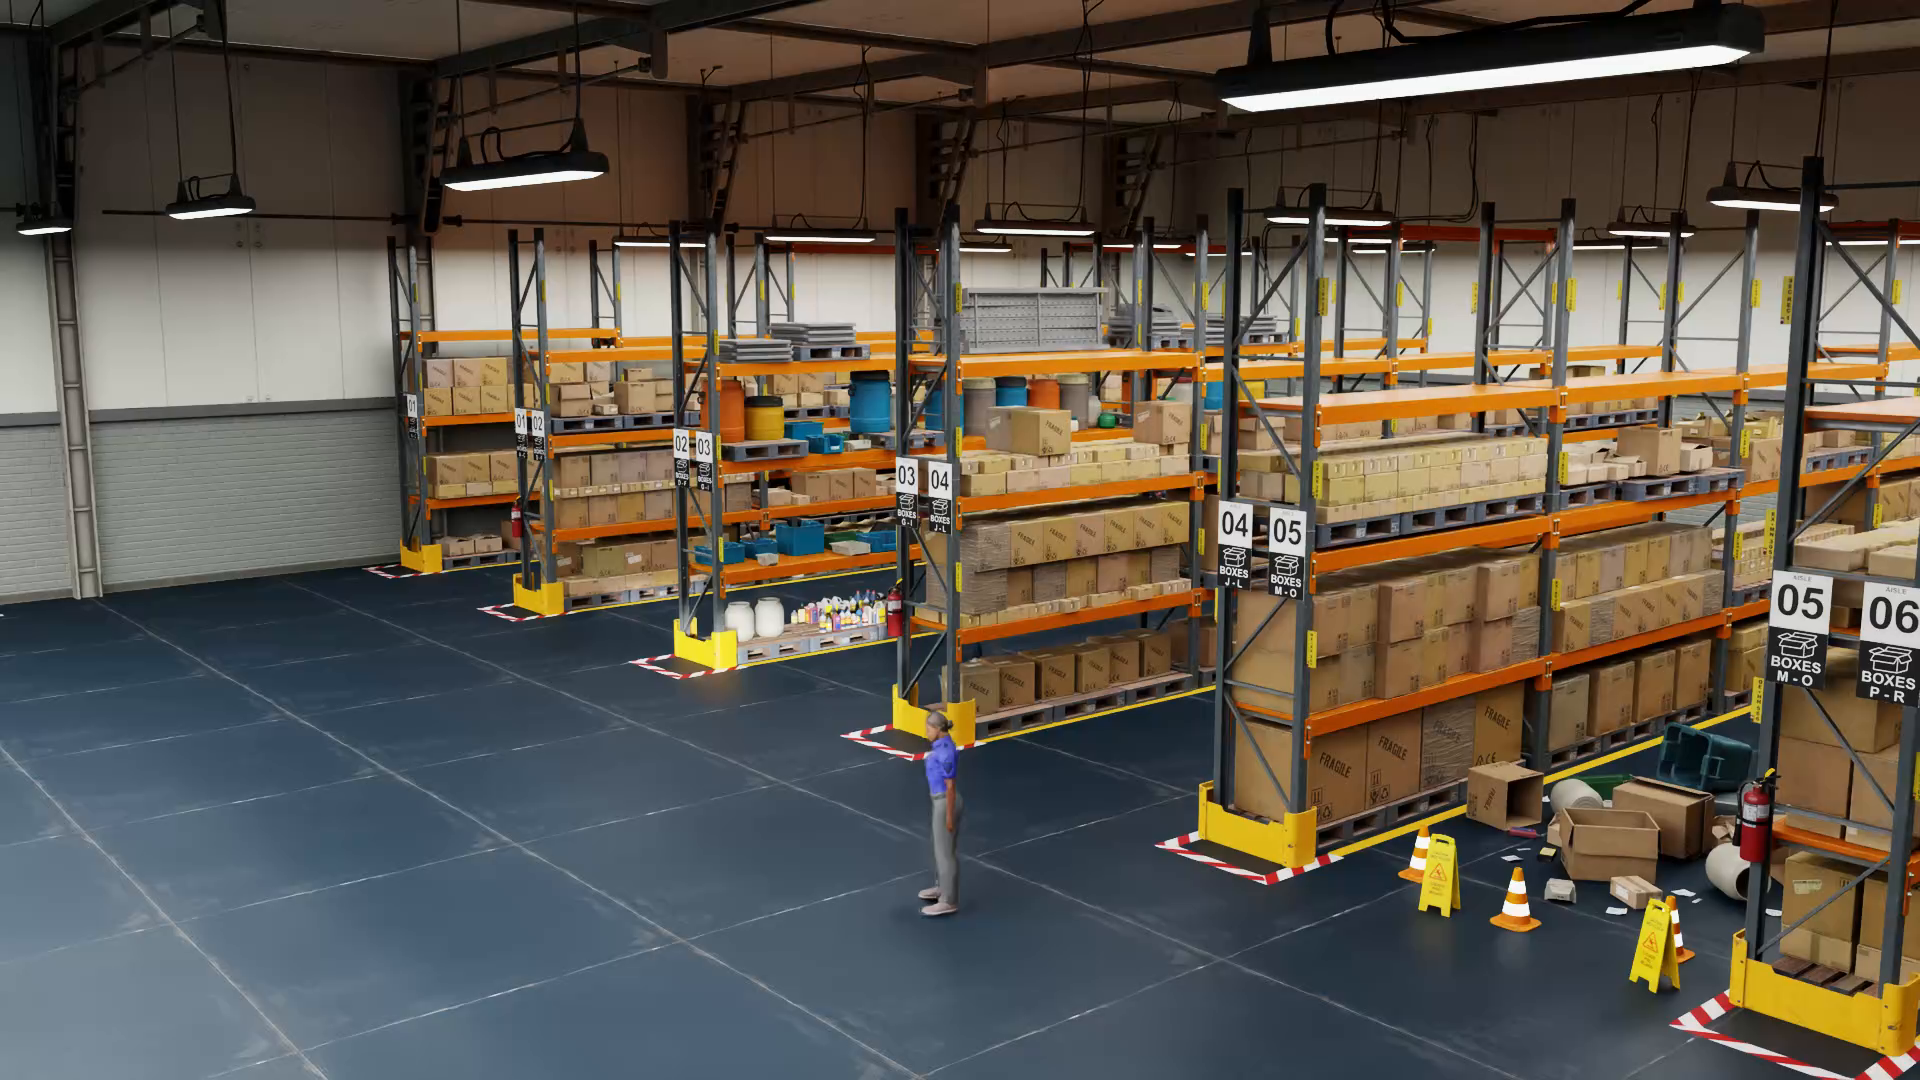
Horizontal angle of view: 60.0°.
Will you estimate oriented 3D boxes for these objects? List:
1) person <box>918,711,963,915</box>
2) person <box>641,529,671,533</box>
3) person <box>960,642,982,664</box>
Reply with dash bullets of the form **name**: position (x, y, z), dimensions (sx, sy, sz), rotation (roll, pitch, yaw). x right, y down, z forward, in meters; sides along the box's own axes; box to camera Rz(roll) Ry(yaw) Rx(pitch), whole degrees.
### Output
- **person**: position (-0.164, 2.240, 13.837), dimensions (0.376, 1.654, 0.540), rotation (0, 9, 0)
- **person**: position (-5.355, -0.224, 29.578), dimensions (0.694, 1.780, 0.590), rotation (-2, 9, -12)
- **person**: position (0.104, 0.904, 21.256), dimensions (0.538, 1.582, 0.703), rotation (2, 9, 14)
